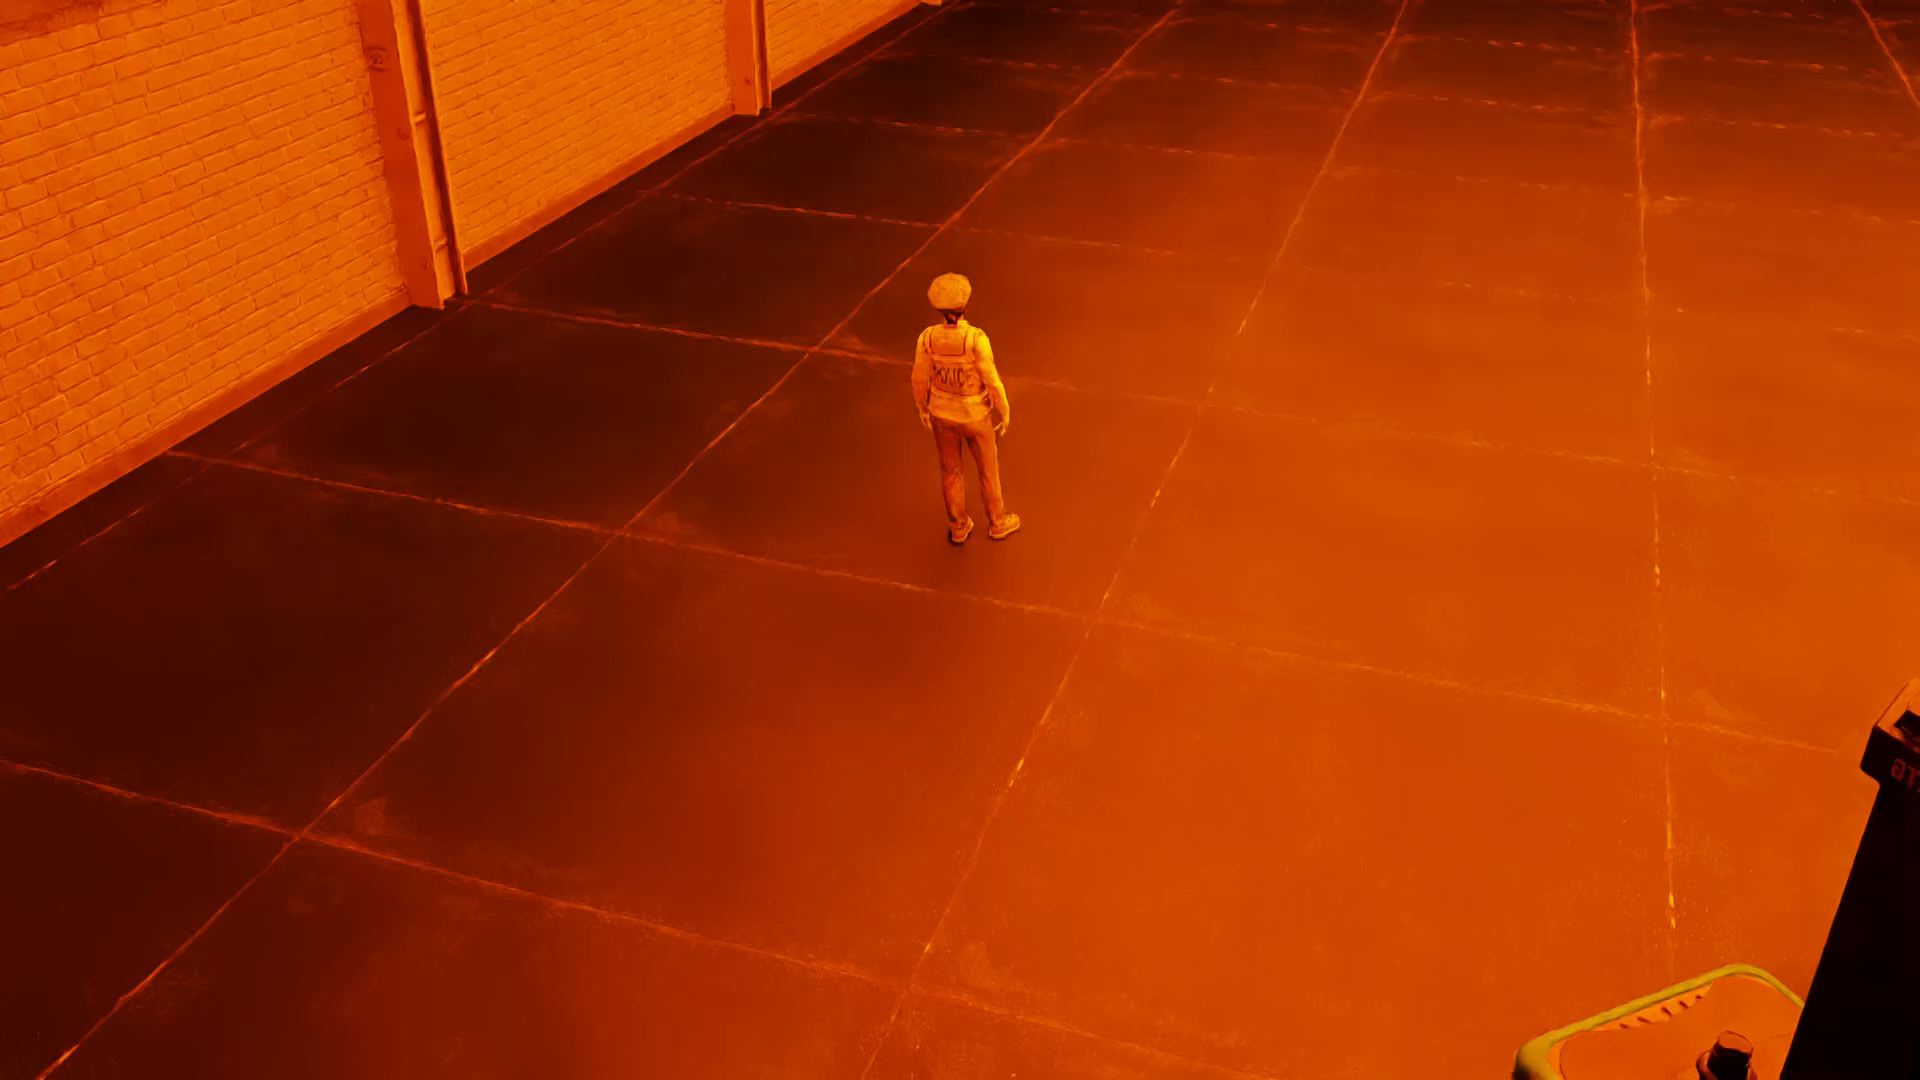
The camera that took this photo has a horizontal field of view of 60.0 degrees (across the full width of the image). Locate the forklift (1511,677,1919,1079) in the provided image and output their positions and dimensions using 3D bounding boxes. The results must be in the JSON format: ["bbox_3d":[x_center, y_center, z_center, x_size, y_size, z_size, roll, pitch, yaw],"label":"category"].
[{"bbox_3d":[2.767,1.804,3.971,1.130,2.935,3.031,-12,32,-20],"label":"forklift"}]

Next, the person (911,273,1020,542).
[{"bbox_3d":[0.029,-0.773,9.727,0.586,1.695,0.533,10,31,16],"label":"person"}]
